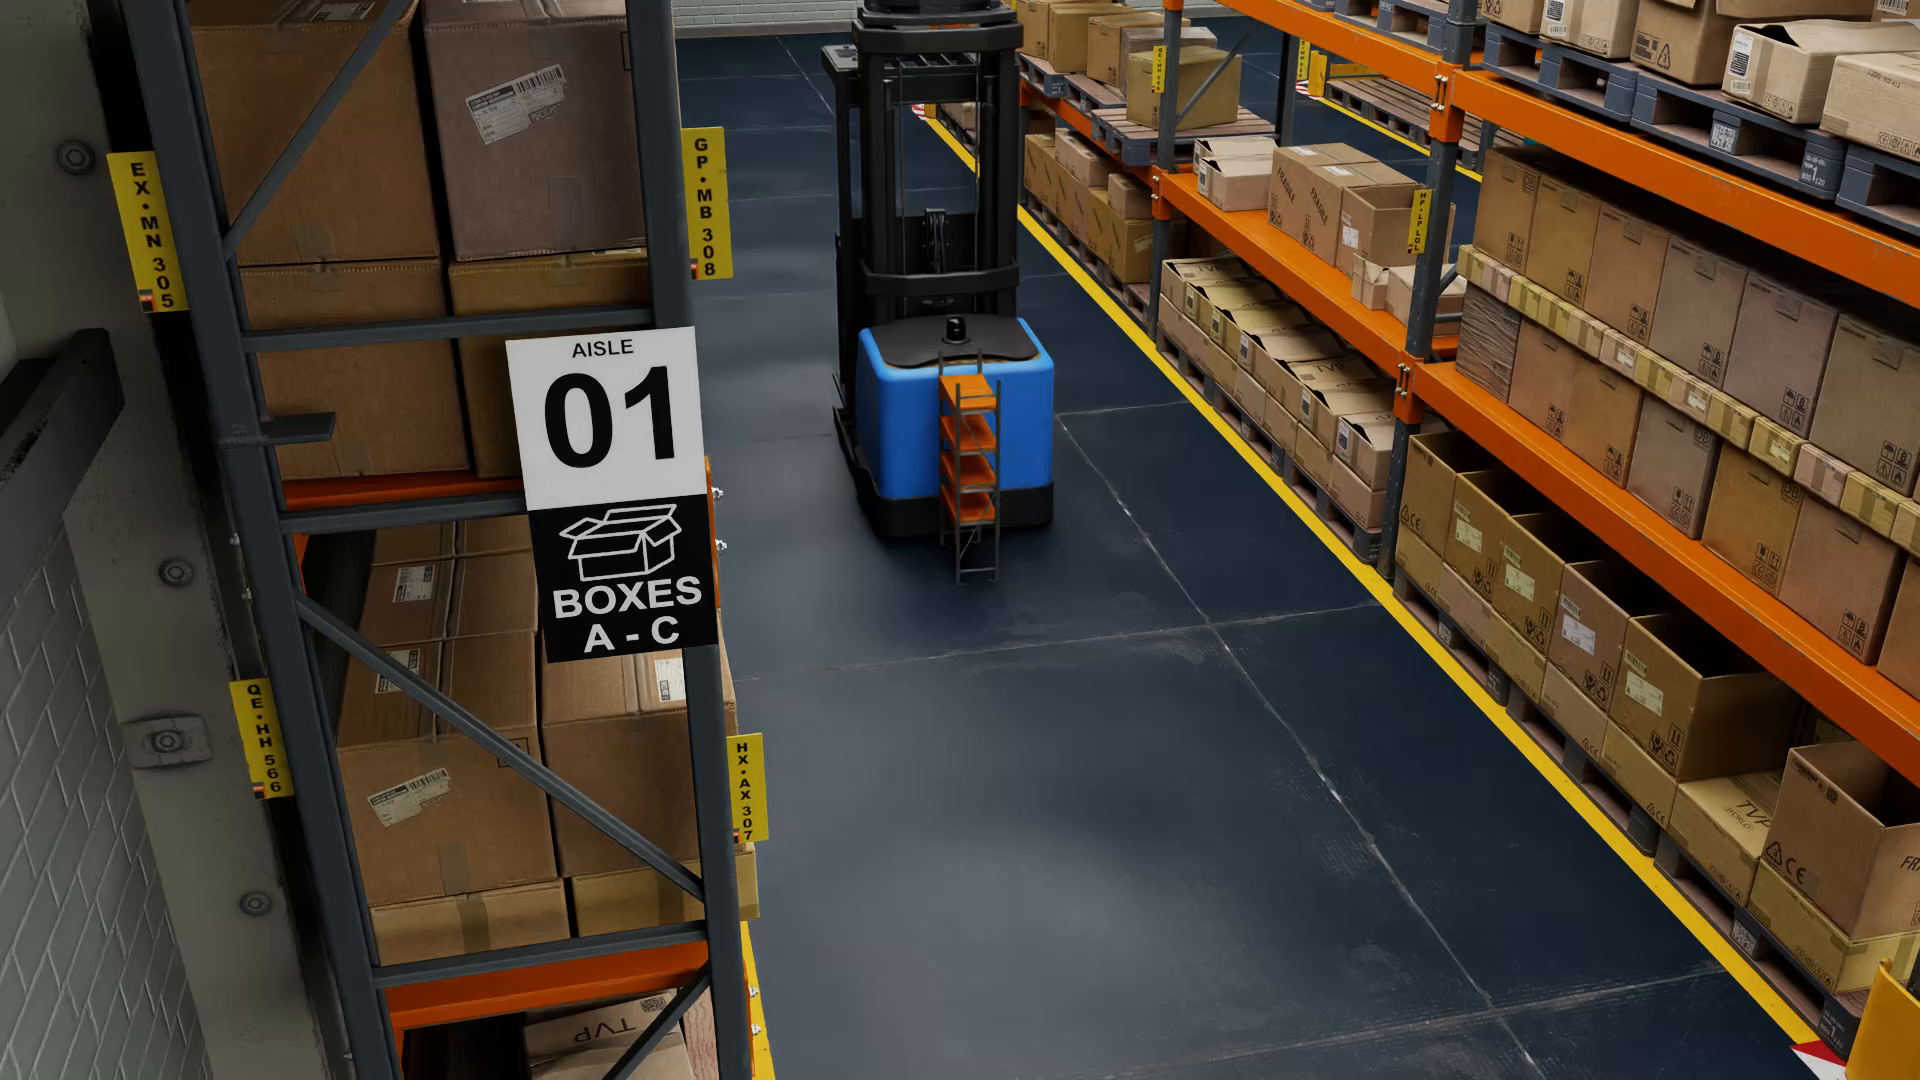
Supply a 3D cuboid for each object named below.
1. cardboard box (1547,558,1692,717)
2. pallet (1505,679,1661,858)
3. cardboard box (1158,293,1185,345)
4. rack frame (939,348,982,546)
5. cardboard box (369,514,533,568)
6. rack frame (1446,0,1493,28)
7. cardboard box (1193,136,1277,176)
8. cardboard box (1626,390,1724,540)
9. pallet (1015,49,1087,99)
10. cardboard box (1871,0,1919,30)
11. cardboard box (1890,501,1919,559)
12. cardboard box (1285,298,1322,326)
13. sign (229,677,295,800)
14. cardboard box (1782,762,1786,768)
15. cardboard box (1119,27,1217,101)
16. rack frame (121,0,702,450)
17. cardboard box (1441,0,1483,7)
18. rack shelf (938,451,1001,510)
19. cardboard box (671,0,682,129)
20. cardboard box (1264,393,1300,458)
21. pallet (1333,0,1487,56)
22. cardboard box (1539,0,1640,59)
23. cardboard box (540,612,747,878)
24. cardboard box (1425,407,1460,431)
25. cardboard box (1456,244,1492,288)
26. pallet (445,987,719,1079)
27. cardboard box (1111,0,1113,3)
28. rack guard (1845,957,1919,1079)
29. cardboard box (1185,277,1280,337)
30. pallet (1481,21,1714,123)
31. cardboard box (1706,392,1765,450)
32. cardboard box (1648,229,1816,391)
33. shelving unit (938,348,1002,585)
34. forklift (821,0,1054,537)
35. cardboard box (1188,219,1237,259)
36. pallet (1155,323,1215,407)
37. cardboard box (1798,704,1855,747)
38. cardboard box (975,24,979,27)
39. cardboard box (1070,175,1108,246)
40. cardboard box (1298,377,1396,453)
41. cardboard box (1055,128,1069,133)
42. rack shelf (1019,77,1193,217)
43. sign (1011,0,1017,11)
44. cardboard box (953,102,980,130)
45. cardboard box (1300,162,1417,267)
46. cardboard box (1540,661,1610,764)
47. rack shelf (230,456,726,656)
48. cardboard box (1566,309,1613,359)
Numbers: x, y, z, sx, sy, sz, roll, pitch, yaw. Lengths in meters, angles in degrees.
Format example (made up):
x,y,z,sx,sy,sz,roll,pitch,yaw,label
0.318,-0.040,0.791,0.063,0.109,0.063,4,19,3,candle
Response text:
x,y,z,sx,sy,sz,roll,pitch,yaw,label
2.993,0.412,7.359,0.500,0.500,0.500,-6,27,-12,cardboard box
3.270,0.948,7.638,1.003,0.211,1.213,-6,27,-12,pallet
1.784,-1.644,12.263,0.500,0.250,0.500,-6,27,-12,cardboard box
0.003,-0.512,9.432,0.240,1.200,0.015,-5,27,-10,rack frame
-1.608,0.163,5.411,0.500,0.500,0.500,-7,28,-13,cardboard box
2.853,-3.865,7.422,1.000,3.000,0.127,-6,27,-12,rack frame
1.991,-2.739,11.947,0.500,0.311,0.500,-4,27,-8,cardboard box
3.311,-0.361,7.026,0.700,0.500,0.500,-5,27,-10,cardboard box
1.124,-4.252,15.058,1.003,0.211,1.213,-6,27,-12,pallet
3.647,-1.822,5.969,0.500,0.500,0.500,-6,27,-12,cardboard box
3.423,-0.029,5.647,0.380,0.149,0.250,-5,27,-10,cardboard box
2.544,-1.499,11.355,0.500,0.311,0.500,-6,27,-12,cardboard box
-1.616,0.463,3.868,0.100,0.325,0.005,-6,27,-12,sign
3.622,0.912,7.199,0.500,0.250,0.500,-6,27,-12,cardboard box
1.680,-3.861,13.494,0.700,0.500,0.500,-1,27,-2,cardboard box
-1.071,-1.605,2.943,1.000,3.000,0.127,-6,27,-12,rack frame
2.724,-2.918,8.574,0.500,0.250,0.500,-3,27,-6,cardboard box
0.050,-0.344,9.249,0.258,0.148,0.480,-5,27,-10,rack shelf
-0.985,-1.185,4.197,0.500,0.500,0.500,-6,27,-12,cardboard box
2.250,-0.747,10.486,0.500,0.250,0.500,-5,27,-10,cardboard box
2.642,-2.827,8.905,0.805,0.209,1.217,-7,28,-14,pallet
2.832,-2.252,7.031,0.500,0.311,0.500,-7,28,-14,cardboard box
-0.885,0.557,4.630,0.500,0.500,0.500,-6,27,-12,cardboard box
3.003,-0.604,9.581,0.500,0.311,0.500,-6,27,-11,cardboard box
2.725,-1.384,8.332,0.380,0.149,0.250,-6,27,-12,cardboard box
-1.236,1.925,5.703,1.003,0.211,1.213,-6,27,-12,pallet
1.218,-5.426,15.950,0.500,0.500,0.500,-5,27,-10,cardboard box
3.760,1.695,5.837,1.175,0.500,0.348,-6,27,-12,rack guard
1.910,-1.664,11.681,0.500,0.311,0.500,-7,28,-13,cardboard box
3.071,-2.115,7.381,1.003,0.211,1.213,-6,27,-12,pallet
3.190,-0.482,6.545,0.380,0.149,0.250,-5,27,-10,cardboard box
3.299,-0.956,6.764,0.700,0.500,0.500,-6,27,-12,cardboard box
0.050,-0.404,9.219,0.258,1.200,0.503,-5,27,-10,shelving unit
-0.238,-1.969,10.398,1.130,2.935,3.031,-5,27,-10,forklift
2.128,-2.253,13.170,0.500,0.500,0.500,-5,27,-9,cardboard box
2.100,-1.333,12.157,1.003,0.211,1.213,-6,27,-12,pallet
3.736,0.797,6.596,0.500,0.500,0.500,-6,27,-12,cardboard box
0.452,-5.389,16.986,0.500,0.500,0.500,-5,27,-10,cardboard box
1.272,-2.867,14.388,0.500,0.500,0.500,-7,28,-14,cardboard box
2.359,-0.774,9.918,0.500,0.311,0.500,-5,27,-10,cardboard box
0.962,-4.216,17.430,0.380,0.166,0.250,-6,27,-12,cardboard box
1.501,-3.500,14.154,1.077,0.370,4.000,-6,27,-12,rack shelf
0.524,-5.027,15.421,0.100,0.325,0.005,-6,27,-12,sign
0.221,-4.718,18.331,0.500,0.250,0.500,-6,27,-12,cardboard box
2.465,-2.022,10.316,0.500,0.500,0.500,-6,27,-12,cardboard box
2.996,0.746,7.528,0.500,0.250,0.500,-6,27,-12,cardboard box
-1.521,-0.823,5.520,1.077,0.370,4.000,-6,27,-12,rack shelf
2.957,-0.935,7.444,0.380,0.149,0.250,-7,28,-13,cardboard box
